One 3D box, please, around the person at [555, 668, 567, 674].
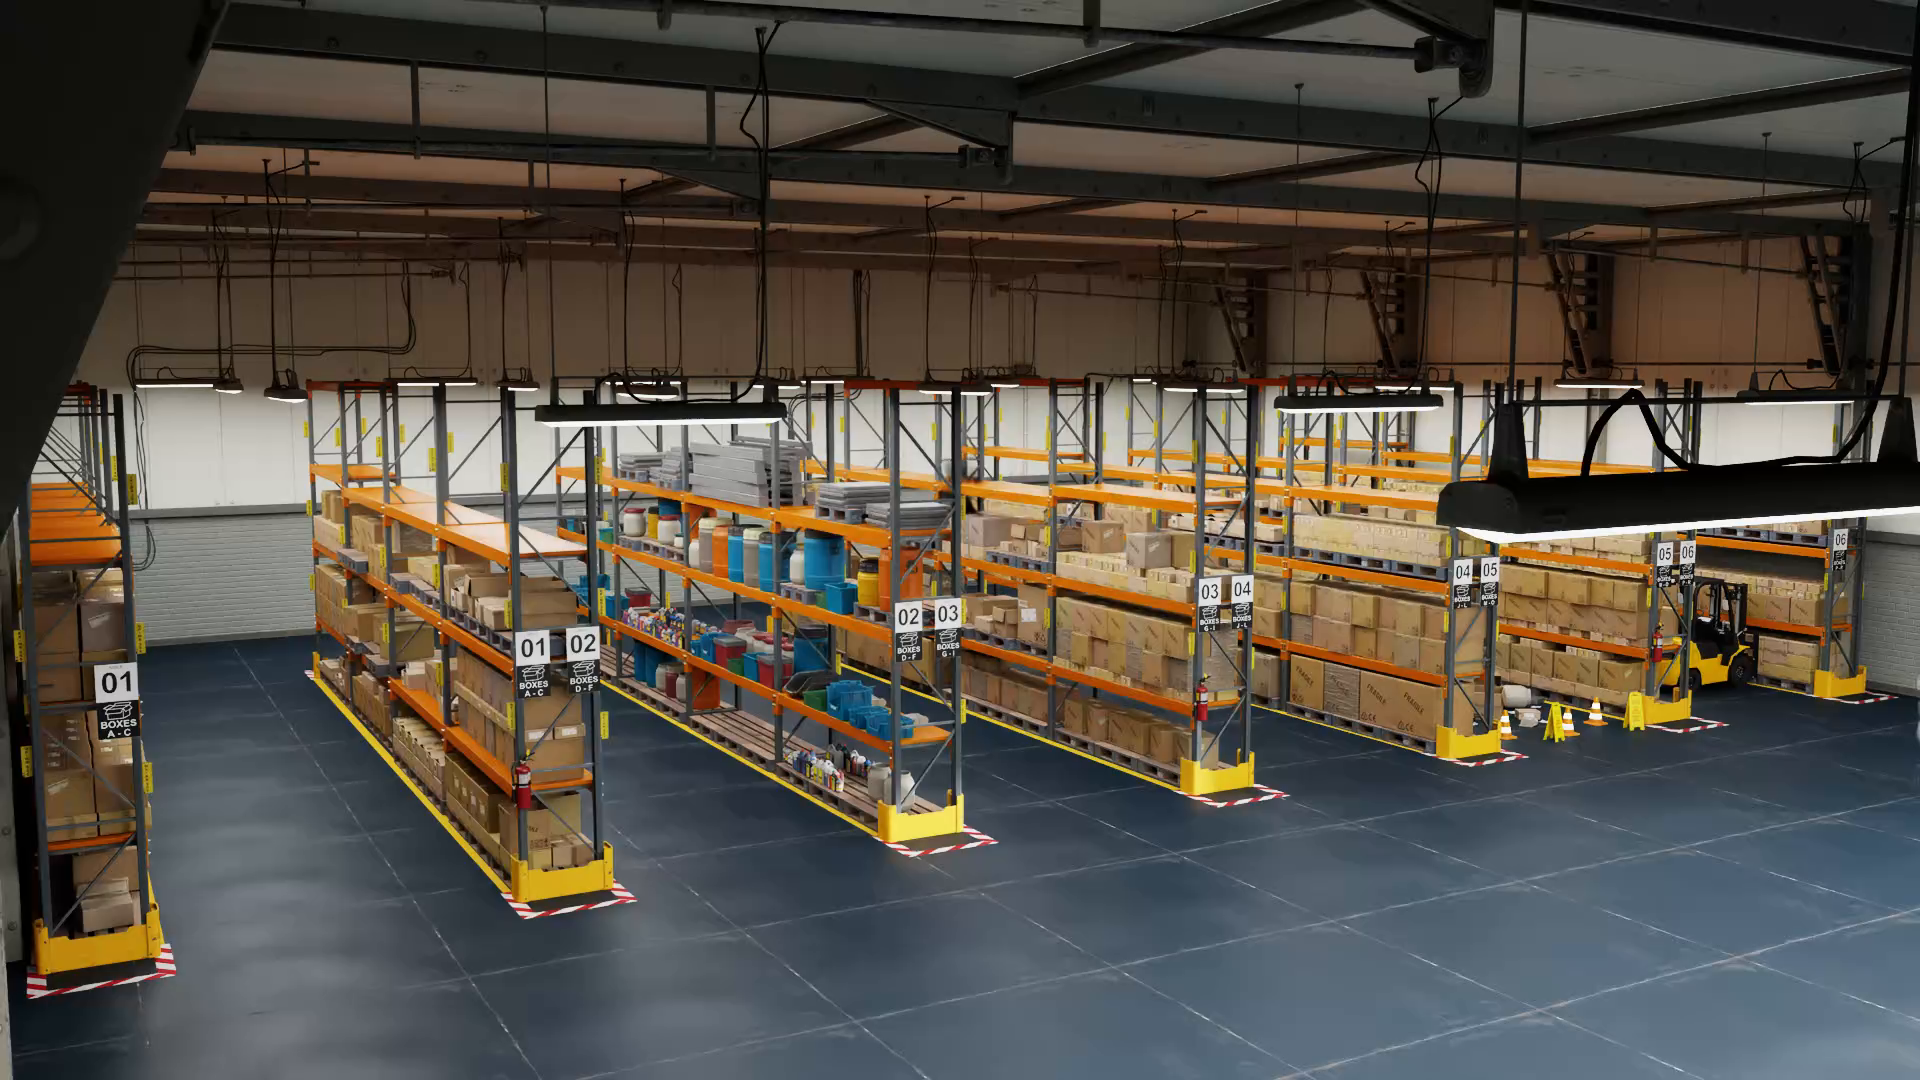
[{"bbox_3d":[-7.225,2.313,29.420,0.714,1.750,0.879,-5,8,-41],"label":"person"}]
